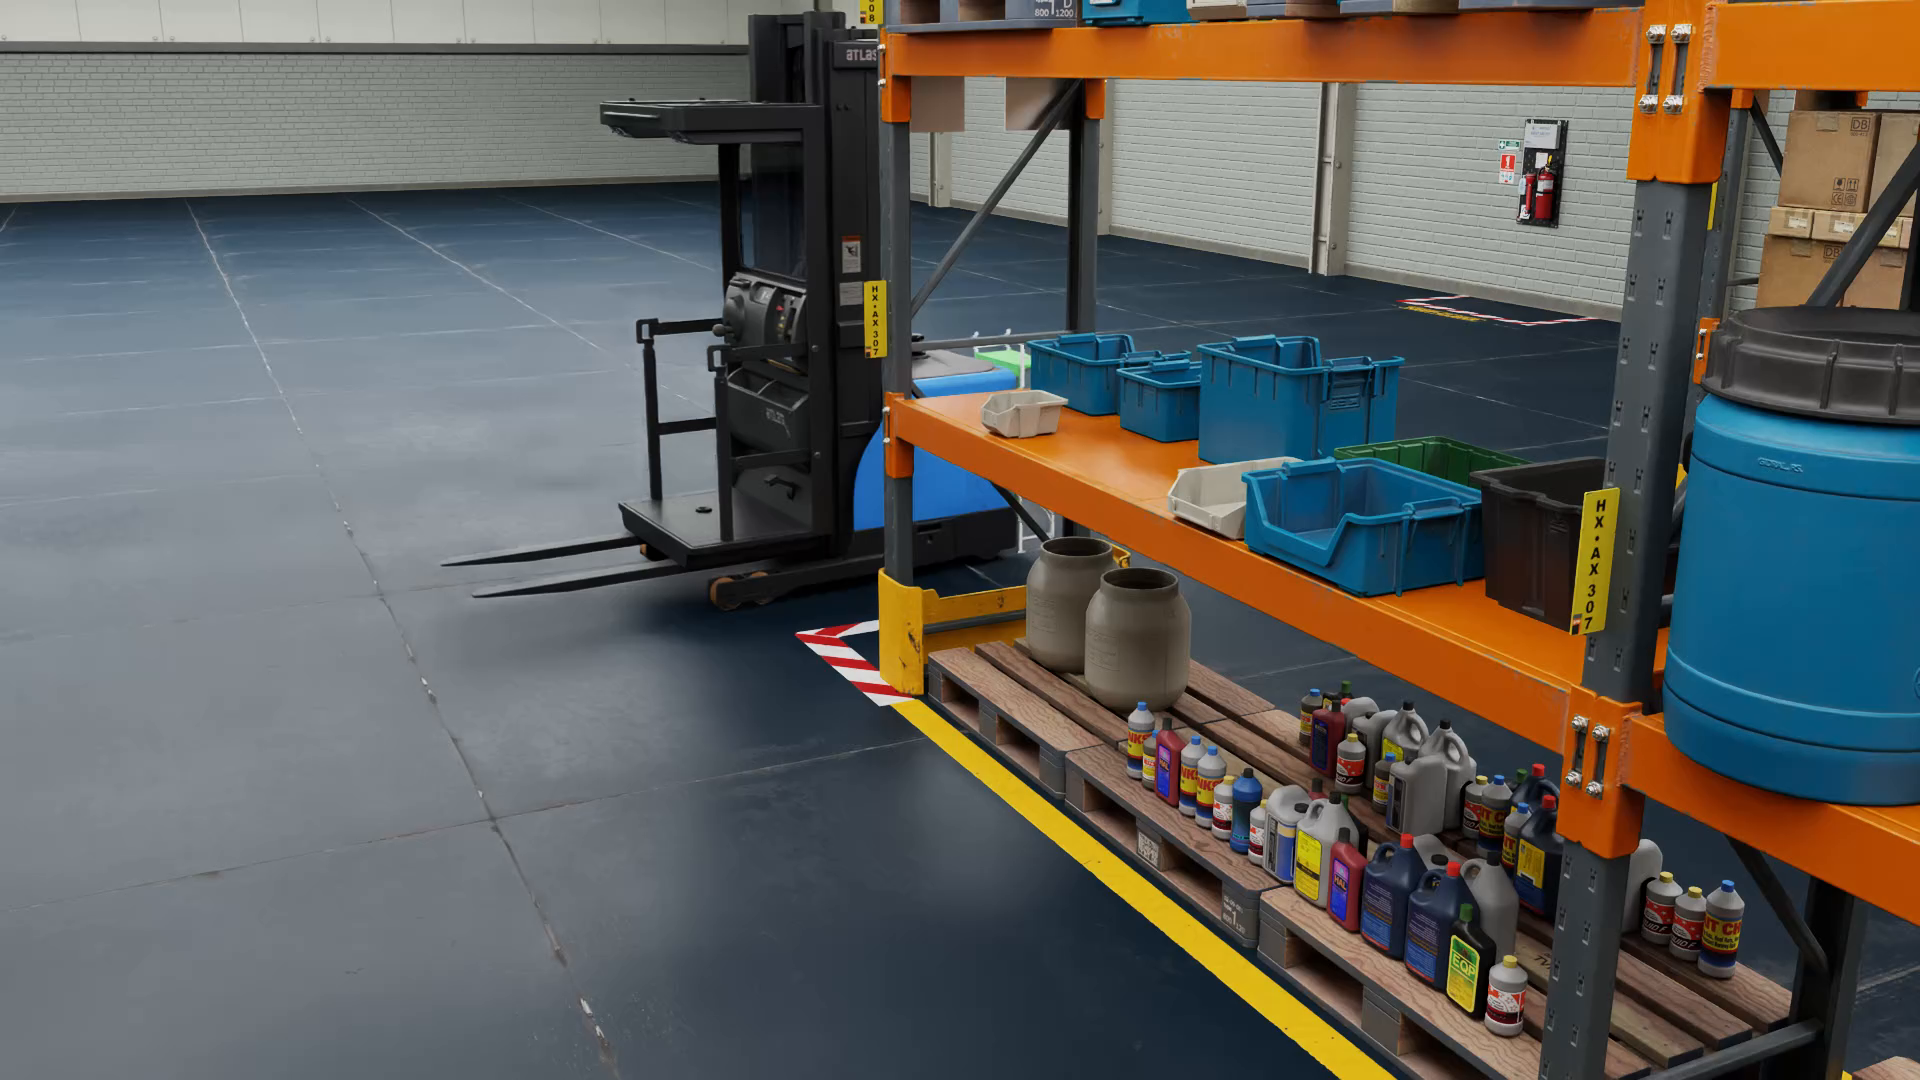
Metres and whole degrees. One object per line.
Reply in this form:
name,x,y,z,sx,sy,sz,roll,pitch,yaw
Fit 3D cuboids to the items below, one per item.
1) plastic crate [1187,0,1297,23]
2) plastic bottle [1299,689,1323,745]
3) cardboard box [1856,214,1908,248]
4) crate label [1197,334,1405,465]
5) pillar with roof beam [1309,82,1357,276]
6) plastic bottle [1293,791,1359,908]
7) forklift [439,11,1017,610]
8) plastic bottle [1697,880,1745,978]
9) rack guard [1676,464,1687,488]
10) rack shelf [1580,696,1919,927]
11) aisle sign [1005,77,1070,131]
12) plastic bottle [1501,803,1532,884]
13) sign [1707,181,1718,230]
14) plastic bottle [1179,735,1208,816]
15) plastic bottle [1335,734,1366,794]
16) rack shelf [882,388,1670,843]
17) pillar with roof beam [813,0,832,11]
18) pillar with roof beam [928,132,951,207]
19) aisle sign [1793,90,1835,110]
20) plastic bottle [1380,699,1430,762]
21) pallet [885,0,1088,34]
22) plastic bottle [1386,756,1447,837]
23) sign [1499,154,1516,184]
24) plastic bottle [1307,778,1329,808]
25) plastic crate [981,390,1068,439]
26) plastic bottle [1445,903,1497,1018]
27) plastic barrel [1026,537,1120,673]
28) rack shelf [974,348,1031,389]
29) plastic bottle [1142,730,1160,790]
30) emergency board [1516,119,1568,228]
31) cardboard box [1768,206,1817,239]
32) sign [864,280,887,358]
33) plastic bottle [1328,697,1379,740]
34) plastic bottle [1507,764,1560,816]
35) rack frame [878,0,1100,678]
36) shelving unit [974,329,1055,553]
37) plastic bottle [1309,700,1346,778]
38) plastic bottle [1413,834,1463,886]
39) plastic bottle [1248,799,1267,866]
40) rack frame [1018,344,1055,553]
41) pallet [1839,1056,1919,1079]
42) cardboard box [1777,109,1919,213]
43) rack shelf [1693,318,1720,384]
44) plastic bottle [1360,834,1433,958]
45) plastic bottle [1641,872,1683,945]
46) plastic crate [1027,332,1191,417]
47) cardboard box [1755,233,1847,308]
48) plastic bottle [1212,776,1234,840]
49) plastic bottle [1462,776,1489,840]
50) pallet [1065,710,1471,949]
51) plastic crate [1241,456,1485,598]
plastic crate,0.822,-1.546,4.740,0.243,0.136,0.396,-8,18,-25
plastic bottle,1.335,0.662,6.280,0.097,0.201,0.097,0,16,0
cardboard box,4.795,-1.581,8.464,0.380,0.149,0.250,-8,18,-25
crate label,1.186,-0.467,5.876,0.502,0.435,0.616,-8,18,-25
pillar with roof beam,1.000,-7.341,19.017,9.100,9.000,0.400,-8,18,-25
plastic bottle,1.122,0.927,5.086,0.144,0.351,0.185,-8,18,-25
forklift,-1.208,-1.215,8.672,3.031,2.935,1.130,-9,18,-30
plastic bottle,2.143,1.086,4.676,0.097,0.271,0.097,0,16,0
rack guard,4.580,-0.276,9.805,1.175,0.500,0.348,-8,18,-25
rack shelf,2.765,0.960,2.272,1.077,0.370,4.000,-8,18,-25
aisle sign,0.372,-2.177,7.186,0.394,0.787,0.004,-8,18,-25
plastic bottle,1.736,0.946,5.163,0.097,0.271,0.097,0,16,0
sign,4.089,-1.860,9.081,0.100,0.325,0.005,-8,18,-25
plastic bottle,0.801,0.798,5.679,0.097,0.271,0.097,0,16,0
plastic bottle,1.378,0.782,5.862,0.097,0.201,0.097,0,16,0
rack shelf,1.013,-0.032,5.728,1.077,0.370,4.000,-8,18,-25
pillar with roof beam,-6.886,-11.804,34.570,9.100,9.000,0.400,-8,18,-25
pillar with roof beam,-4.257,-10.316,29.385,9.100,9.000,0.400,-8,18,-25
aisle sign,4.826,-2.773,9.262,0.394,0.787,0.004,-8,18,-25
plastic bottle,1.558,0.731,5.769,0.144,0.351,0.185,-7,17,-23
pallet,0.411,-2.008,6.213,1.003,0.211,1.213,-8,18,-25
plastic bottle,1.517,0.838,5.534,0.152,0.276,0.135,-8,18,-25
sign,6.300,-4.274,19.140,0.001,0.329,0.234,-8,18,-25
plastic bottle,1.150,0.906,5.282,0.061,0.283,0.133,-8,18,-25
plastic crate,0.239,-0.486,6.485,0.298,0.136,0.250,-8,18,-25
plastic bottle,1.382,1.133,4.492,0.061,0.283,0.133,-7,17,-22
plastic barrel,0.494,0.274,7.106,0.421,0.512,0.421,0,16,0
rack shelf,0.313,-0.976,9.468,0.258,0.148,0.480,-9,18,-30
plastic bottle,0.696,0.773,5.895,0.097,0.201,0.097,0,16,0
emergency board,6.450,-4.107,18.624,0.194,1.169,0.643,-8,18,-25
cardboard box,4.569,-1.708,8.907,0.380,0.149,0.250,-8,18,-25
sign,-0.360,-0.941,7.091,0.100,0.325,0.005,-8,18,-25
plastic bottle,1.421,0.692,6.041,0.152,0.276,0.135,-8,18,-24
plastic bottle,1.826,0.883,5.241,0.144,0.351,0.185,-8,18,-27
rack frame,0.137,-0.874,7.357,1.000,3.000,0.127,-8,18,-25
shelving unit,0.312,-0.576,9.582,0.258,1.200,0.503,-9,18,-30
plastic bottle,1.326,0.702,5.994,0.061,0.283,0.133,-8,18,-25
plastic bottle,1.386,1.019,4.901,0.152,0.276,0.135,-8,18,-25
plastic bottle,0.978,0.932,5.339,0.097,0.201,0.097,0,16,0
rack frame,0.437,-0.519,9.381,0.240,1.200,0.015,-9,18,-30
pallet,2.268,1.649,3.623,1.003,0.211,1.213,-8,18,-25
cardboard box,4.807,-2.013,8.792,0.700,0.500,0.500,-8,18,-25
rack shelf,5.467,-0.630,7.811,1.077,0.370,4.000,-8,18,-25
plastic bottle,1.264,1.008,4.806,0.144,0.351,0.185,-9,18,-28
plastic bottle,2.054,1.069,4.862,0.097,0.201,0.097,0,16,0
plastic crate,0.625,-0.714,7.071,0.499,0.251,0.616,-8,18,-25
cardboard box,4.784,-1.402,9.017,0.700,0.500,0.500,-8,18,-25
plastic bottle,0.888,0.882,5.516,0.097,0.201,0.097,0,16,0
plastic bottle,1.723,0.882,5.516,0.097,0.201,0.097,0,16,0
pallet,1.094,0.984,5.939,1.003,0.211,1.213,-8,18,-25
plastic crate,1.160,-0.052,4.763,0.499,0.251,0.616,-8,18,-25
